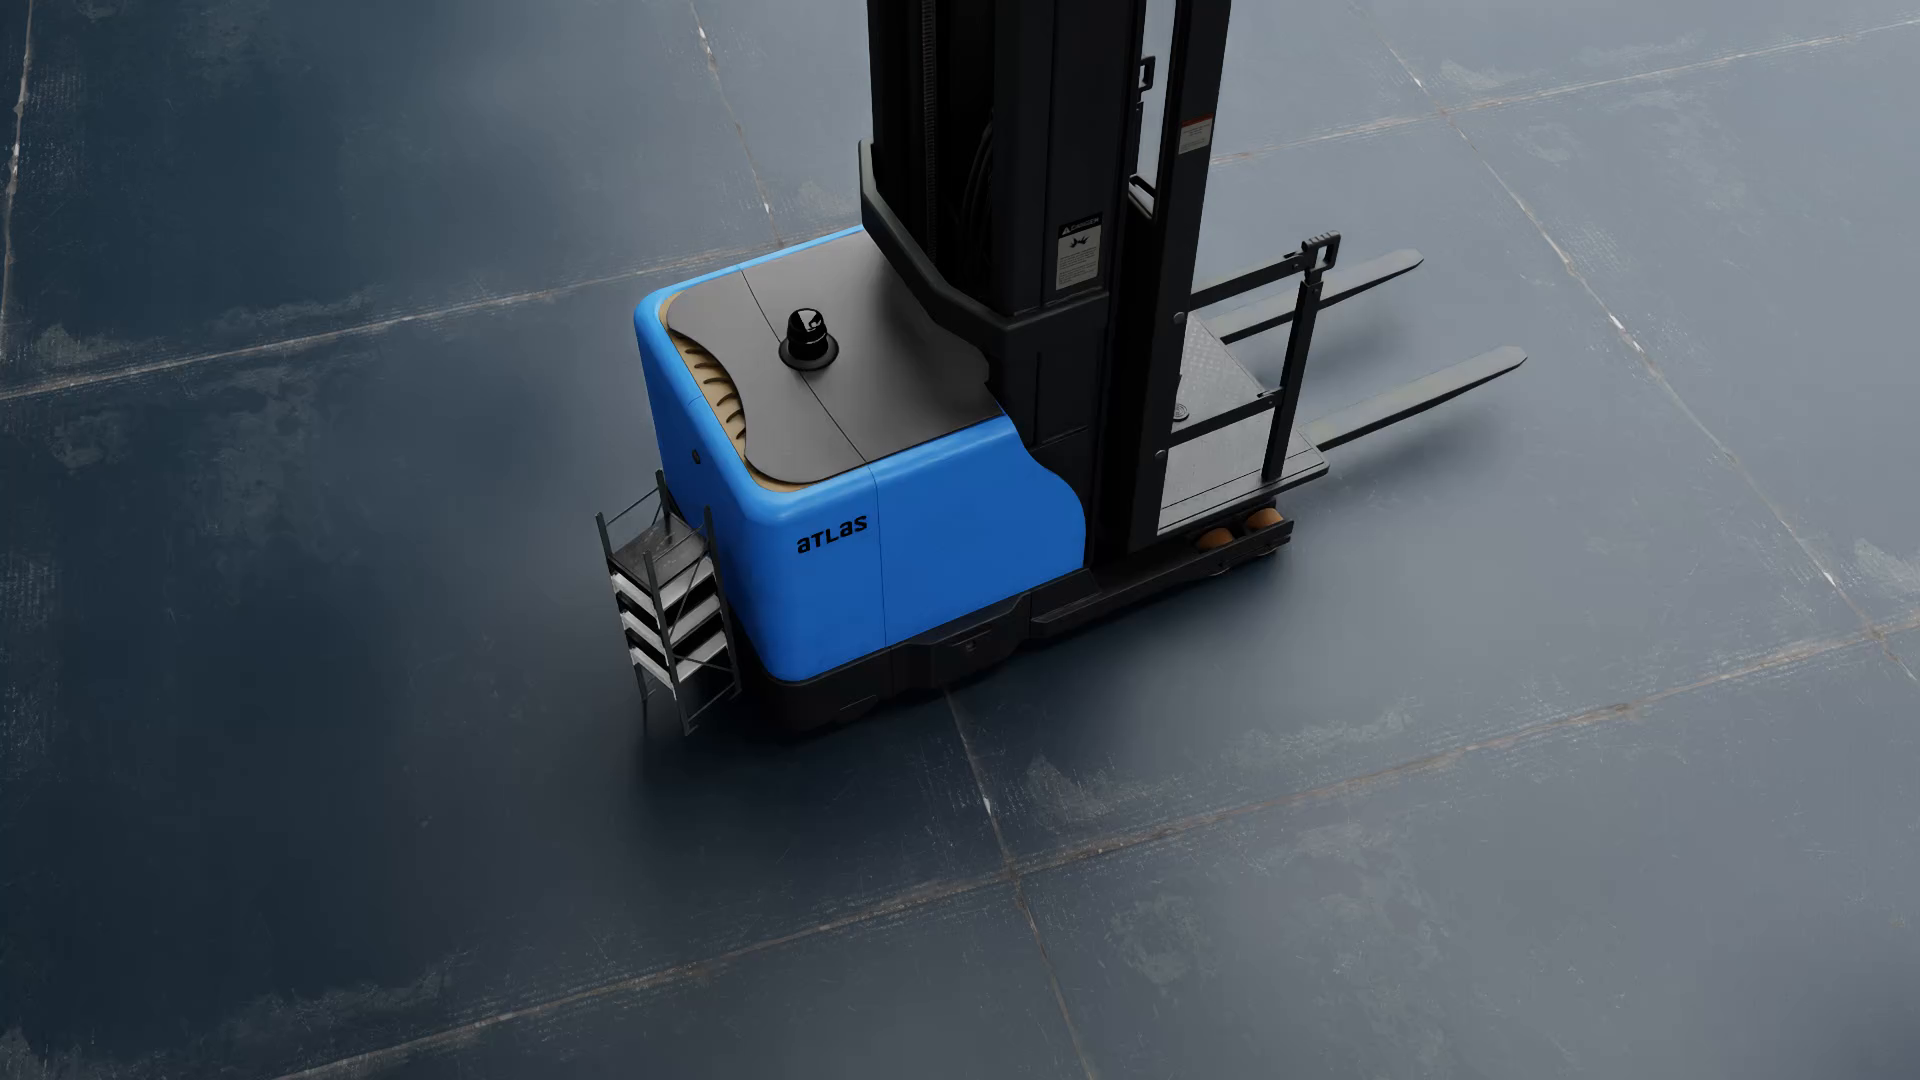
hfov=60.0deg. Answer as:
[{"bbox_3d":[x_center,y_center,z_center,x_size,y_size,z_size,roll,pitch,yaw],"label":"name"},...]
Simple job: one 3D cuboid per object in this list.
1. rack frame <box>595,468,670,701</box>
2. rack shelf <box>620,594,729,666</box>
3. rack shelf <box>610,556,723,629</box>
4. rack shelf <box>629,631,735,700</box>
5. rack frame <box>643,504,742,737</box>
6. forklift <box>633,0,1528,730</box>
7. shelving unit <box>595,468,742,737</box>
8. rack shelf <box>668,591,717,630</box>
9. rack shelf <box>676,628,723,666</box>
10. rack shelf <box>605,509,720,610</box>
[{"bbox_3d":[-0.933,0.154,5.031,0.006,0.900,0.240,35,58,26],"label":"rack frame"},{"bbox_3d":[-0.859,0.228,5.012,0.200,0.077,0.258,35,58,26],"label":"rack shelf"},{"bbox_3d":[-0.859,0.112,4.875,0.200,0.077,0.258,35,58,26],"label":"rack shelf"},{"bbox_3d":[-0.859,0.344,5.150,0.200,0.077,0.258,35,58,26],"label":"rack shelf"},{"bbox_3d":[-0.784,0.259,4.943,0.006,0.900,0.240,35,58,26],"label":"rack frame"},{"bbox_3d":[0.559,-1.164,4.814,3.031,2.935,1.130,-21,53,-17],"label":"forklift"},{"bbox_3d":[-0.859,0.207,4.987,0.210,0.900,0.258,35,58,26],"label":"shelving unit"},{"bbox_3d":[-0.859,0.161,4.932,0.184,0.015,0.199,35,58,26],"label":"rack shelf"},{"bbox_3d":[-0.859,0.277,5.070,0.184,0.015,0.199,35,58,26],"label":"rack shelf"},{"bbox_3d":[-0.859,0.054,4.806,0.200,0.077,0.258,35,58,26],"label":"rack shelf"}]
